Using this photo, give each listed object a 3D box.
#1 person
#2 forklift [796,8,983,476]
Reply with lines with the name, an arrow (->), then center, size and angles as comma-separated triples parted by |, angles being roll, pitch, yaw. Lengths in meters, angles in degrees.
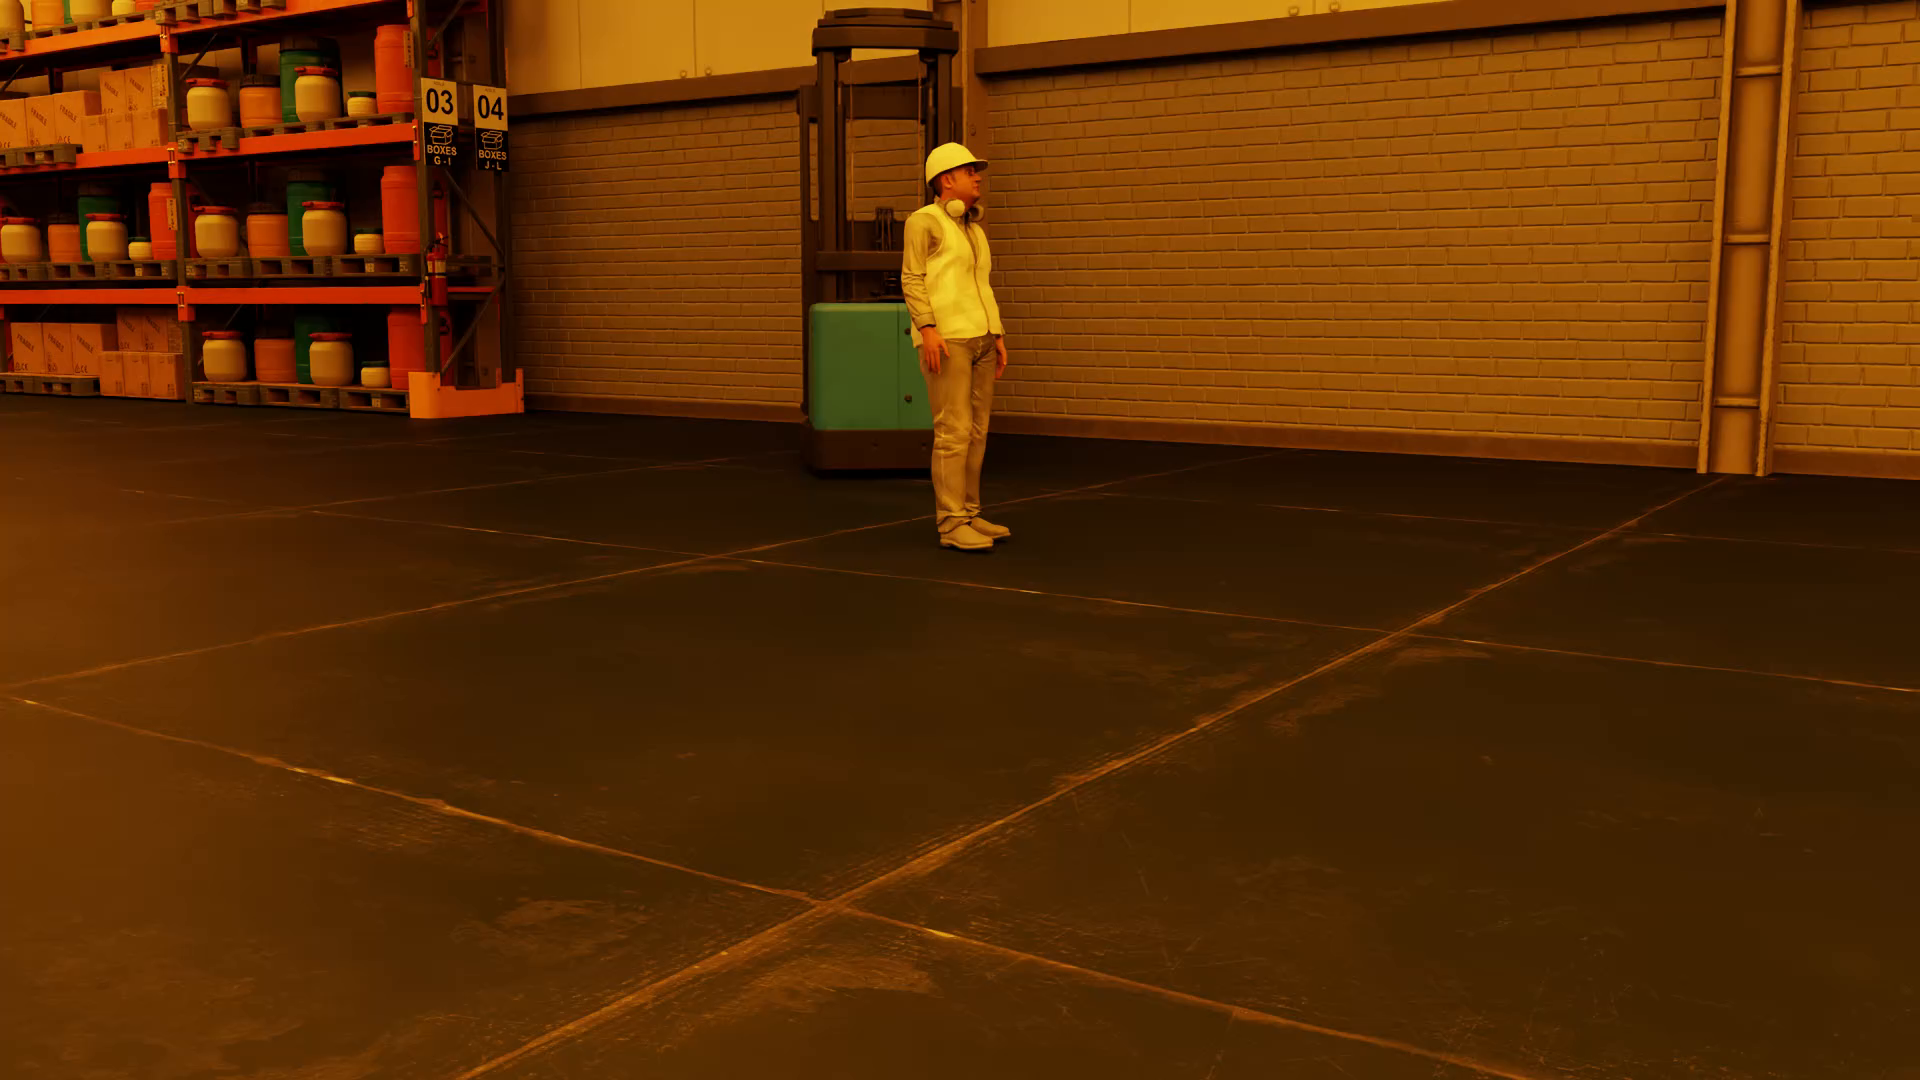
person -> 0.047, -0.880, 7.437 | 0.568, 1.773, 0.632 | 5, 10, 34
forklift -> -0.555, -2.025, 11.432 | 1.130, 2.935, 3.031 | -1, 8, -7
